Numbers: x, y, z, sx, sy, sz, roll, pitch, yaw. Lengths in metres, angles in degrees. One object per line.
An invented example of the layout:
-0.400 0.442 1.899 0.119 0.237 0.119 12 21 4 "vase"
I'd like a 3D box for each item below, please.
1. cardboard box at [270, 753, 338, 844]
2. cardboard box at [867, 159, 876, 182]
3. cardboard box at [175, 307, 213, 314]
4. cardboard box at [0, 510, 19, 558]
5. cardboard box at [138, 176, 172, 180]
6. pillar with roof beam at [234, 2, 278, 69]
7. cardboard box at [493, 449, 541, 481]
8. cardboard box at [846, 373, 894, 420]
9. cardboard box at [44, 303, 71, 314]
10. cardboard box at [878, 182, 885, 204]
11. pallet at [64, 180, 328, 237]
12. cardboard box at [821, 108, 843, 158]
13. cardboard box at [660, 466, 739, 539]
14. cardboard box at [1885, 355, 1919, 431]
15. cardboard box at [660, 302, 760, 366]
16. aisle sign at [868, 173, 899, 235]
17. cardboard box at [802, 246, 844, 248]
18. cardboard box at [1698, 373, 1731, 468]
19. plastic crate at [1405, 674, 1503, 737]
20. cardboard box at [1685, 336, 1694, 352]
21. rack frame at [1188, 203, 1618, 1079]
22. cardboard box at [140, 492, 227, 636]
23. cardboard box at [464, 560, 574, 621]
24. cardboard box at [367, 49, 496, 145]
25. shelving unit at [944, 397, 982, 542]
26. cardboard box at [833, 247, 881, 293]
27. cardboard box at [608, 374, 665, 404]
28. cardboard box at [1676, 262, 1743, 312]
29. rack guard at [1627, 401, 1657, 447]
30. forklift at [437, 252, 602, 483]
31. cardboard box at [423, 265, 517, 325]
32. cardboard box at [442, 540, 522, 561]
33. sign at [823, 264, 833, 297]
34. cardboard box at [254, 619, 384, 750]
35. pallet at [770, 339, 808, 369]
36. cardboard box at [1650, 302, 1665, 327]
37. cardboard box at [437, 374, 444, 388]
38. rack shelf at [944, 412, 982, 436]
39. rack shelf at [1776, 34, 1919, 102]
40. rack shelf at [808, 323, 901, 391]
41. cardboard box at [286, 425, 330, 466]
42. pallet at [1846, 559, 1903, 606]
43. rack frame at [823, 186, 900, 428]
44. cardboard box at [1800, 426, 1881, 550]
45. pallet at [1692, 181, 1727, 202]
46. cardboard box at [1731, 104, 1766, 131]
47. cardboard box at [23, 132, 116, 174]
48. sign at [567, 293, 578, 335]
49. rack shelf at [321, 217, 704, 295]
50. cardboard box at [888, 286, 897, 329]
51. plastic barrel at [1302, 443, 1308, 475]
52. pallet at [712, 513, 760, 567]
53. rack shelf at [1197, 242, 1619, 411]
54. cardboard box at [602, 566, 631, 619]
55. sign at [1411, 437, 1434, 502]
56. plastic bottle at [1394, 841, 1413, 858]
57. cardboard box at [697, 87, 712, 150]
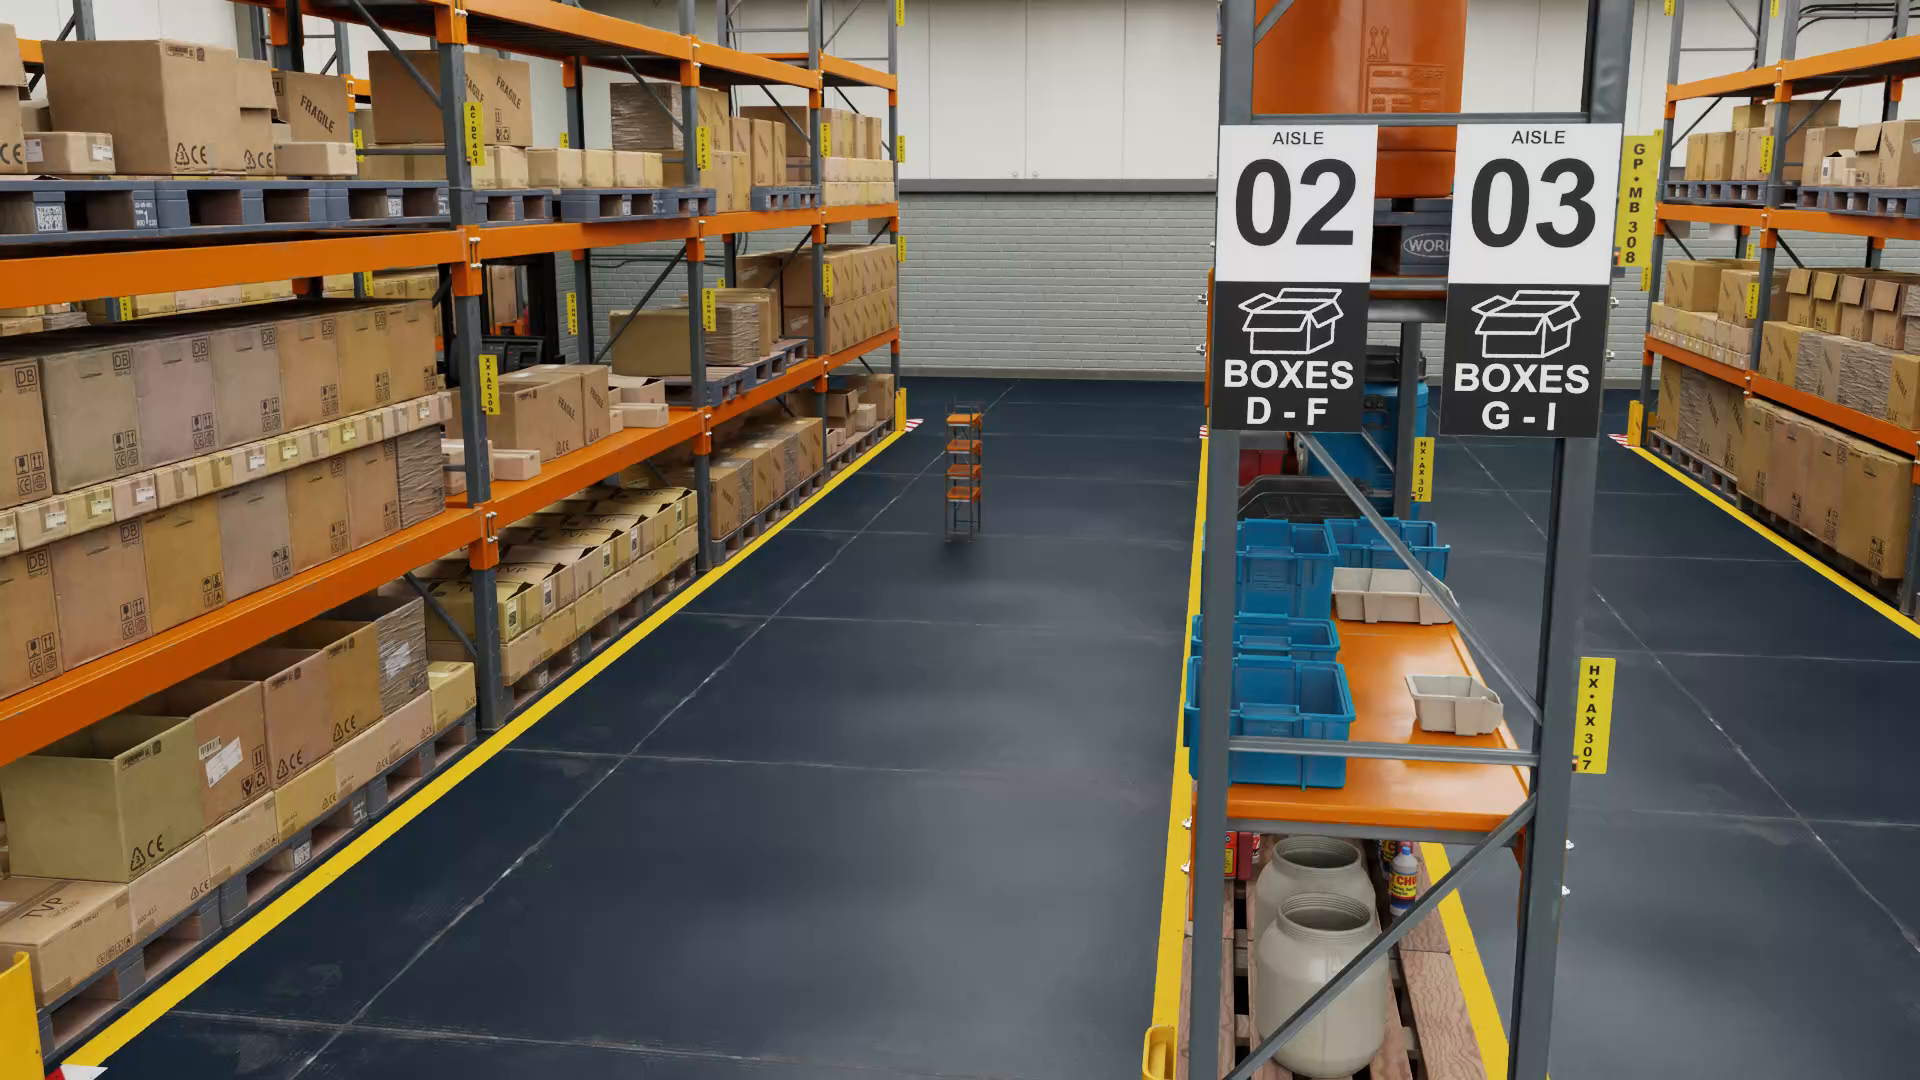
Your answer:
-3.191 1.154 7.549 0.500 0.250 0.500 2 12 9 "cardboard box"
-1.249 -4.213 18.973 0.500 0.250 0.500 2 12 9 "cardboard box"
-6.973 -1.799 14.731 0.500 0.500 0.500 2 12 11 "cardboard box"
-3.453 -0.009 5.639 0.380 0.149 0.250 2 12 8 "cardboard box"
-7.343 -3.339 14.463 0.700 0.500 0.500 1 12 6 "cardboard box"
-3.269 -5.193 17.230 9.100 9.000 0.400 2 12 9 "pillar with roof beam"
-2.772 -0.456 10.086 0.380 0.149 0.250 2 12 9 "cardboard box"
-1.105 -1.771 20.480 0.500 0.500 0.500 2 12 9 "cardboard box"
-7.414 -1.902 13.376 0.380 0.149 0.250 0 12 1 "cardboard box"
-1.171 -4.073 19.508 0.500 0.250 0.500 2 12 9 "cardboard box"
-3.406 -1.393 6.925 1.003 0.211 1.213 2 12 9 "pallet"
-1.626 -4.272 17.467 0.700 0.500 0.500 2 12 9 "cardboard box"
-2.143 -0.312 13.712 0.500 0.500 0.500 2 12 11 "cardboard box"
7.124 -1.072 12.109 0.500 0.500 0.500 2 12 10 "cardboard box"
-2.181 -1.807 14.523 0.700 0.500 0.500 4 13 19 "cardboard box"
-0.952 -4.174 20.572 0.394 0.787 0.004 2 12 9 "aisle sign"
-1.667 -3.244 19.815 0.500 0.500 0.500 2 12 9 "cardboard box"
8.227 -1.233 17.143 0.875 0.875 0.875 2 12 9 "cardboard box"
1.624 0.546 5.466 0.298 0.136 0.250 2 12 9 "plastic crate"
7.907 -2.071 17.580 0.380 0.149 0.250 2 12 7 "cardboard box"
1.168 0.593 4.622 1.000 3.000 0.127 2 12 9 "rack frame"
-3.483 0.073 6.796 0.700 0.500 0.500 2 12 9 "cardboard box"
-2.719 0.282 10.265 0.500 0.311 0.500 2 12 8 "cardboard box"
-2.977 -2.493 9.401 0.500 0.500 0.500 2 12 9 "cardboard box"
0.025 -0.621 14.527 0.258 1.200 0.503 2 12 9 "shelving unit"
-1.214 -3.122 19.249 0.500 0.500 0.500 2 12 10 "cardboard box"
-2.594 -1.116 12.763 0.500 0.311 0.500 3 12 12 "cardboard box"
8.032 -2.713 17.831 0.500 0.500 0.500 2 12 7 "cardboard box"
8.527 -1.360 19.619 1.175 0.500 0.348 2 12 9 "rack guard"
-4.447 -1.740 15.609 1.130 2.935 3.031 2 12 11 "forklift"
-6.229 -3.099 21.041 0.980 0.700 0.700 2 12 11 "cardboard box"
-3.179 0.158 10.840 0.500 0.311 0.500 2 12 8 "cardboard box"
-1.331 -2.615 16.760 0.100 0.325 0.005 2 12 9 "sign"
-3.127 0.683 7.955 0.500 0.500 0.500 2 12 9 "cardboard box"
-2.111 -1.810 16.227 1.003 0.211 1.213 2 12 9 "pallet"
8.182 -2.558 18.894 0.500 0.250 0.500 2 12 7 "cardboard box"
-6.246 -1.853 19.368 0.380 0.149 0.250 2 12 7 "cardboard box"
0.025 -1.005 14.444 0.258 0.148 0.480 2 12 9 "rack shelf"
7.600 -3.714 13.023 1.077 0.370 4.000 2 12 9 "rack shelf"
-1.573 -2.131 18.969 1.077 0.370 4.000 2 12 9 "rack shelf"
-3.137 -0.439 7.634 0.380 0.149 0.250 2 12 10 "cardboard box"
7.488 0.289 12.649 1.003 0.211 1.213 2 12 9 "pallet"
-1.265 -2.899 20.826 1.000 3.000 0.127 2 12 9 "rack frame"
7.564 -0.407 13.308 1.225 0.875 0.875 2 12 9 "cardboard box"
8.234 -3.591 17.126 1.003 0.211 1.213 2 12 9 "pallet"
8.202 -4.293 16.923 0.500 0.250 0.500 1 12 7 "cardboard box"
-3.371 -1.425 6.132 0.380 0.149 0.250 2 12 9 "cardboard box"
-3.033 -1.777 13.057 0.100 0.325 0.005 2 12 9 "sign"
-2.803 -1.932 10.926 1.077 0.370 4.000 2 12 9 "rack shelf"
-1.065 -2.846 20.341 0.500 0.500 0.500 2 12 10 "cardboard box"
2.147 -0.498 9.363 0.433 0.535 0.433 0 12 0 "plastic barrel"
-2.343 -0.025 14.107 1.003 0.211 1.213 2 12 9 "pallet"
1.476 -0.938 6.314 1.077 0.370 4.000 2 12 9 "rack shelf"
-2.568 0.342 11.318 0.500 0.250 0.500 2 12 10 "cardboard box"
2.325 -0.355 8.364 0.100 0.325 0.005 2 12 9 "sign"
1.808 1.292 6.783 0.061 0.283 0.133 2 12 10 "plastic bottle"
-2.344 -3.435 13.579 0.500 0.500 0.500 2 12 9 "cardboard box"
